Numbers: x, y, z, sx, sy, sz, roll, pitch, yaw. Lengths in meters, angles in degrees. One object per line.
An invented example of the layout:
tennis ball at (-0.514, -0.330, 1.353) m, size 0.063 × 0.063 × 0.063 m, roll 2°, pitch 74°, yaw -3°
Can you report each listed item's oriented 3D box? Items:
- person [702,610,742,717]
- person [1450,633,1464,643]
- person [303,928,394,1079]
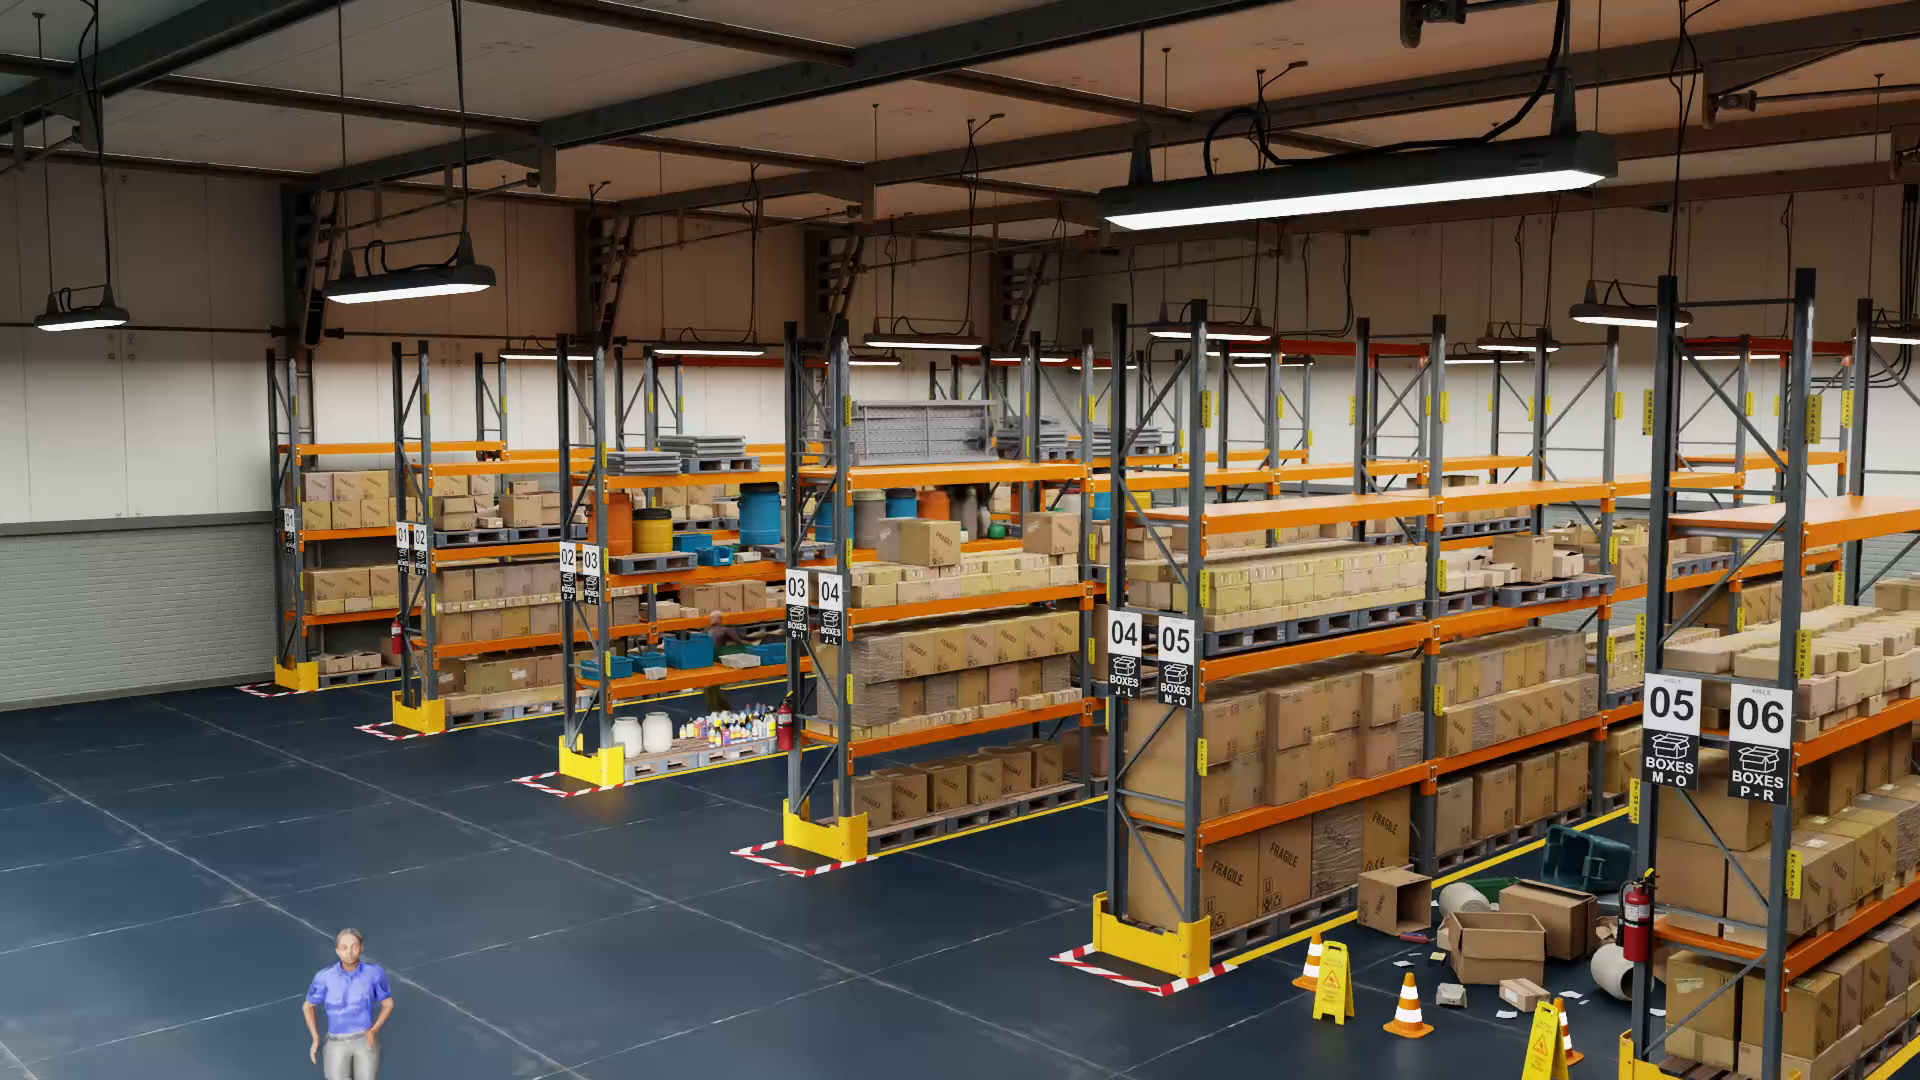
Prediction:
person at (-3.849, 2.020, 26.043) m, size 0.666 × 1.841 × 0.789 m, roll 5°, pitch 7°, yaw 42°
person at (7.453, 2.209, 24.930) m, size 0.522 × 1.645 × 0.751 m, roll 5°, pitch 7°, yaw 43°
person at (-4.084, 3.406, 11.150) m, size 0.575 × 1.611 × 0.559 m, roll -2°, pitch 5°, yaw -23°
